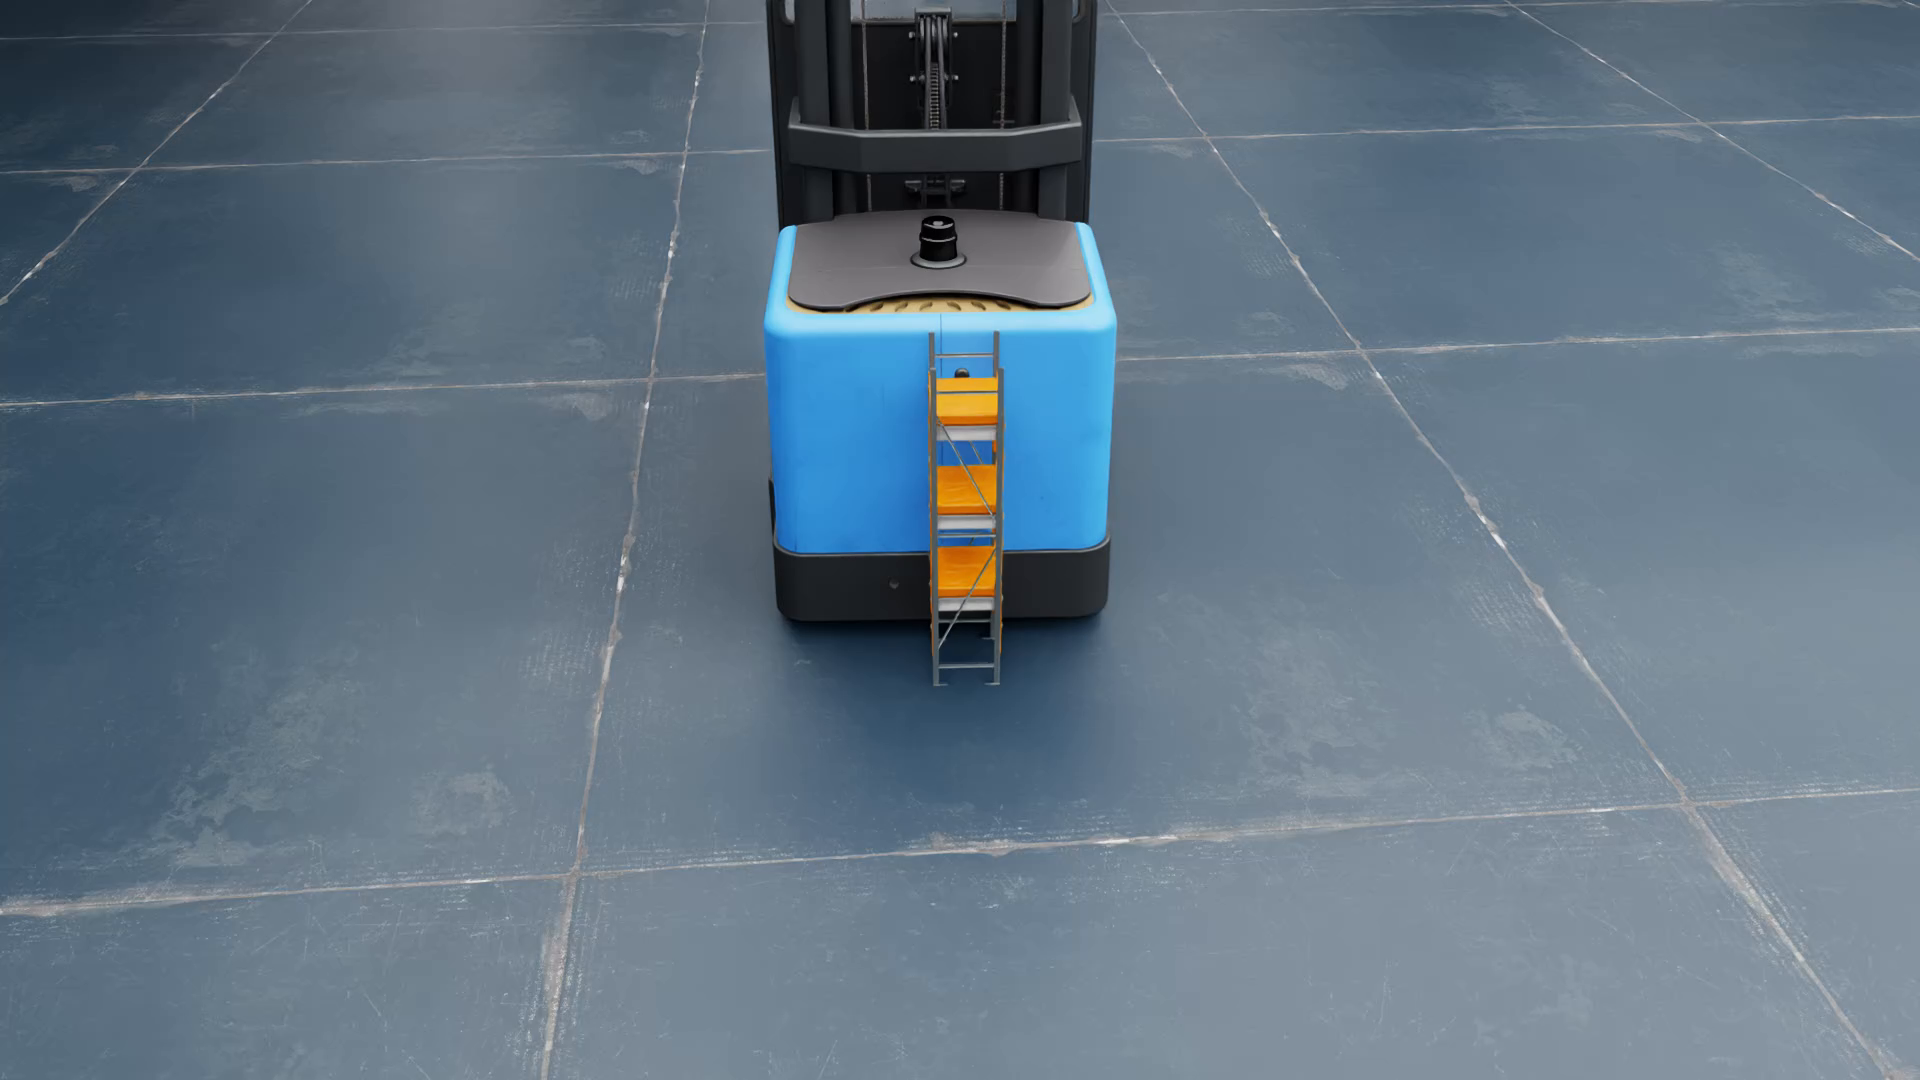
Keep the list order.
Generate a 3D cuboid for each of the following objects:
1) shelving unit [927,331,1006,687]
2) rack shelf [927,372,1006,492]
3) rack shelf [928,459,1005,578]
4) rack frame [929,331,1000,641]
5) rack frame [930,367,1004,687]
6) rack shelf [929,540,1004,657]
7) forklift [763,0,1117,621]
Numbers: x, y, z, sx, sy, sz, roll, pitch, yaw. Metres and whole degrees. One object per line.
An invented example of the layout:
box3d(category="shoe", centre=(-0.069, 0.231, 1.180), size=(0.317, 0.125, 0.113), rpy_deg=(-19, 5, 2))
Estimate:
box3d(category="shelving unit", centre=(0.016, -0.074, 4.850), size=(0.215, 1.050, 0.252), rpy_deg=(-1, 31, -2))
box3d(category="rack shelf", centre=(0.016, -0.309, 4.710), size=(0.215, 0.259, 0.240), rpy_deg=(-1, 31, -2))
box3d(category="rack shelf", centre=(0.016, -0.065, 4.856), size=(0.215, 0.259, 0.240), rpy_deg=(-1, 31, -2))
box3d(category="rack frame", centre=(0.012, -0.137, 4.955), size=(0.200, 1.050, 0.008), rpy_deg=(-1, 31, -2))
box3d(category="rack frame", centre=(0.020, -0.011, 4.745), size=(0.200, 1.050, 0.008), rpy_deg=(-1, 31, -2))
box3d(category="rack shelf", centre=(0.016, 0.174, 4.998), size=(0.215, 0.259, 0.240), rpy_deg=(-1, 31, -2))
box3d(category="forklift", centre=(-0.100, -1.725, 5.780), size=(1.130, 2.935, 3.031), rpy_deg=(-1, 31, -2))
